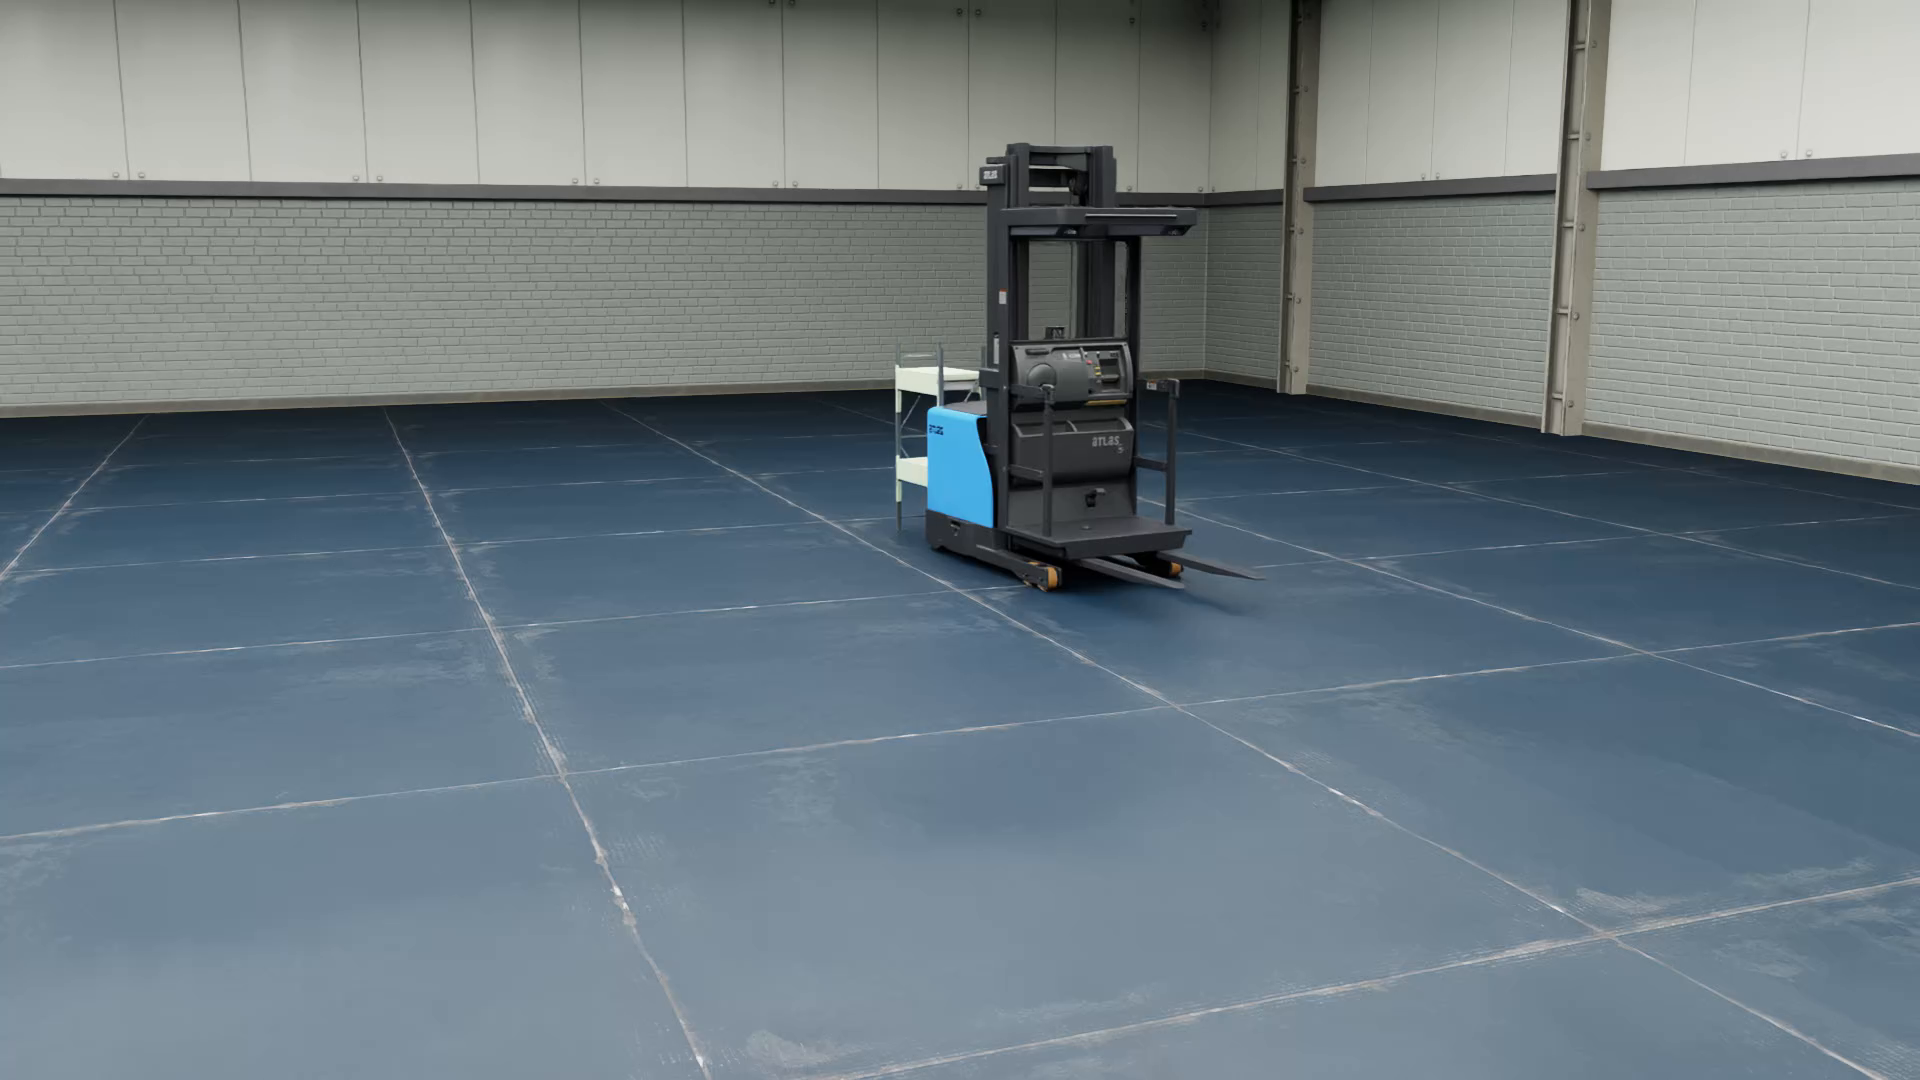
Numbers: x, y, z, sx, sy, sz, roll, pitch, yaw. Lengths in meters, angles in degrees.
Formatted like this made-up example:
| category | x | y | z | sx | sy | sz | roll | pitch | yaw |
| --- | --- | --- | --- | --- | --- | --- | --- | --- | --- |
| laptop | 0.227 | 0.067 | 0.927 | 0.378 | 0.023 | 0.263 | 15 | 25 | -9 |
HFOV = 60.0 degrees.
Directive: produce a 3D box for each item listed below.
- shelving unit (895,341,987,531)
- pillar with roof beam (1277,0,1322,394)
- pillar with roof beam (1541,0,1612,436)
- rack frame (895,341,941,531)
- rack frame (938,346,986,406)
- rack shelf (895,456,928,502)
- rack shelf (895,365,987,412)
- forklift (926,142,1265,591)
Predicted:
| category | x | y | z | sx | sy | sz | roll | pitch | yaw |
| --- | --- | --- | --- | --- | --- | --- | --- | --- | --- |
| shelving unit | -0.155 | -0.772 | 12.977 | 0.431 | 1.500 | 0.755 | -5 | 11 | -28 |
| pillar with roof beam | 1.114 | -6.426 | 23.348 | 9.100 | 9.000 | 0.400 | -4 | 11 | -21 |
| pillar with roof beam | 3.288 | -5.446 | 17.842 | 9.100 | 9.000 | 0.400 | -4 | 11 | -21 |
| rack frame | -0.329 | -0.828 | 13.294 | 0.400 | 1.500 | 0.023 | -5 | 11 | -28 |
| rack frame | 0.019 | -0.715 | 12.660 | 0.400 | 1.500 | 0.023 | -5 | 11 | -28 |
| rack shelf | -0.155 | -0.451 | 13.034 | 0.431 | 0.370 | 0.720 | -5 | 11 | -28 |
| rack shelf | -0.155 | -1.156 | 12.909 | 0.431 | 0.370 | 0.720 | -5 | 11 | -28 |
| forklift | 0.884 | -1.194 | 11.265 | 1.130 | 2.935 | 3.031 | -5 | 11 | -28 |
